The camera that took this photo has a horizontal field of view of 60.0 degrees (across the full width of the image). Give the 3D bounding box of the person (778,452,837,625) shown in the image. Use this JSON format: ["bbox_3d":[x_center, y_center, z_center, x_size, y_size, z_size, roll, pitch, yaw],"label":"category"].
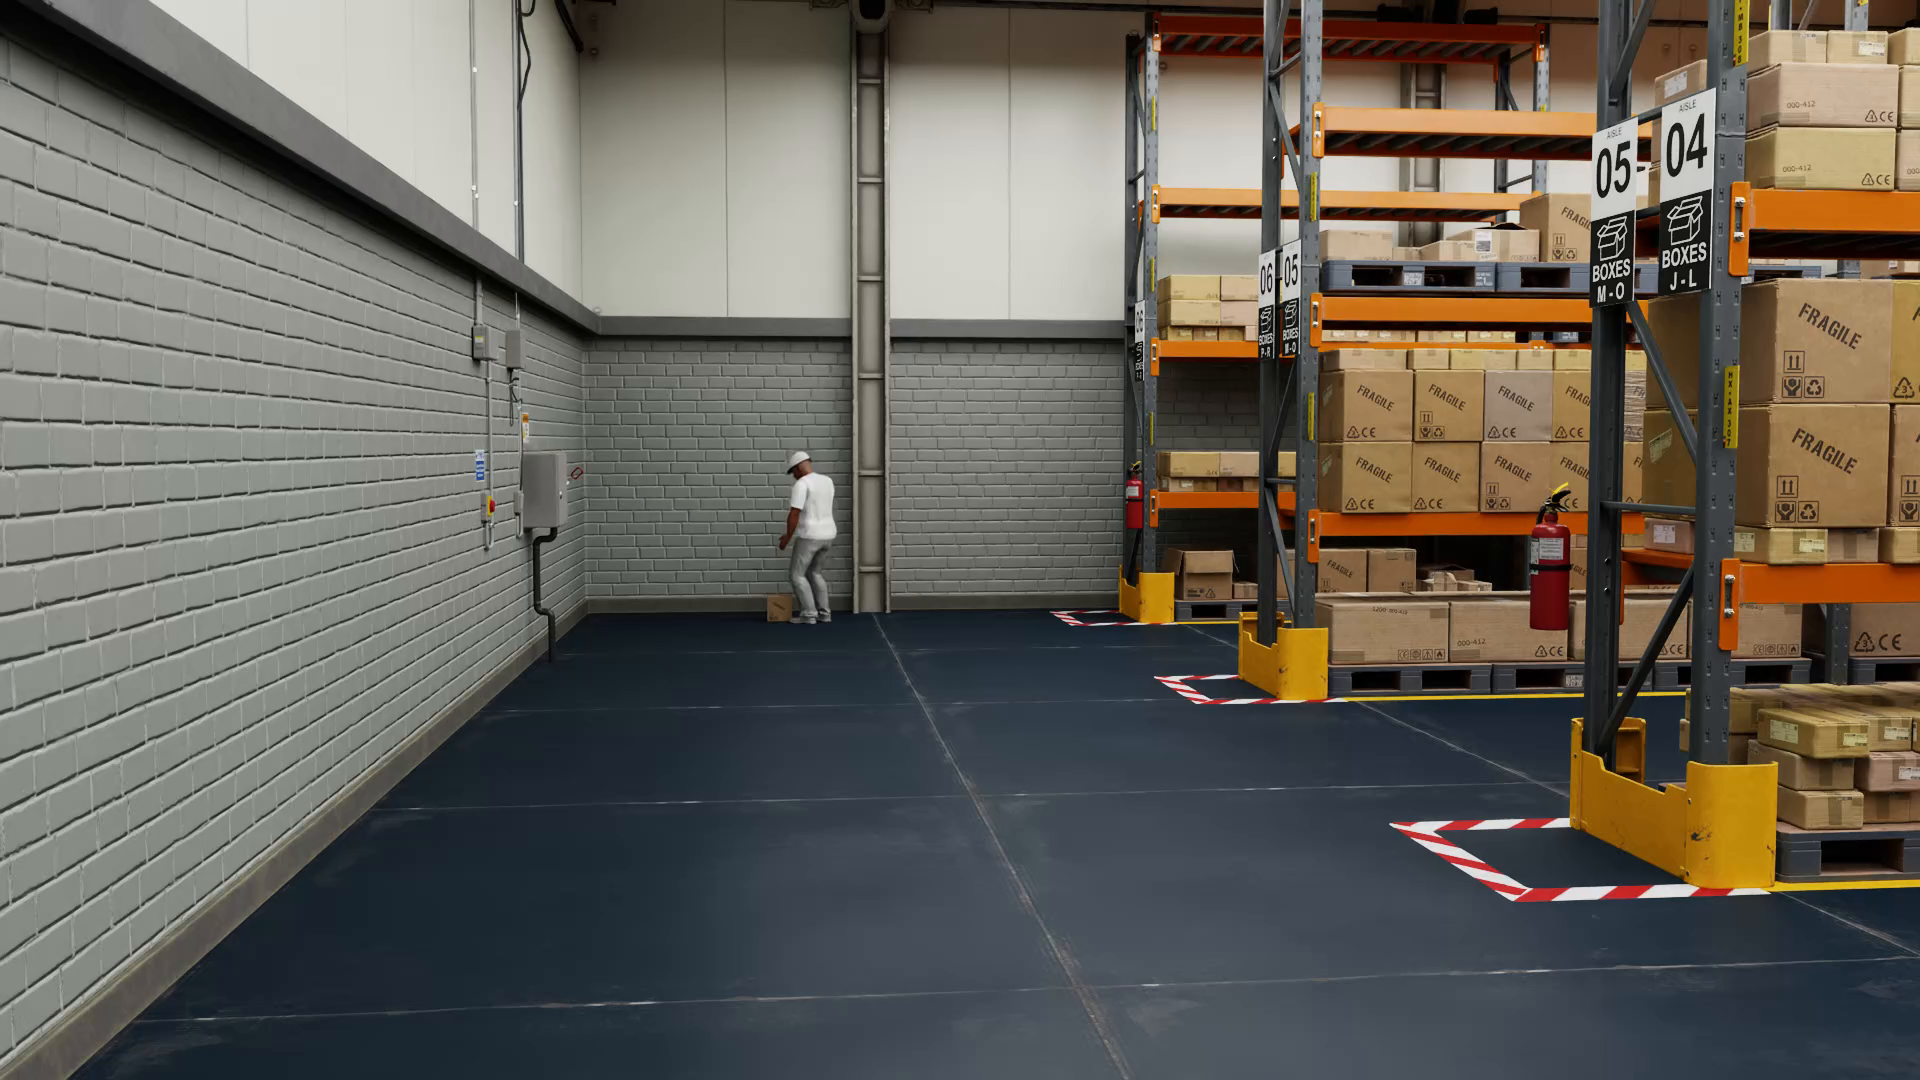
[{"bbox_3d":[-1.507,-0.024,16.533,0.472,1.708,0.595,2,4,34],"label":"person"}]
